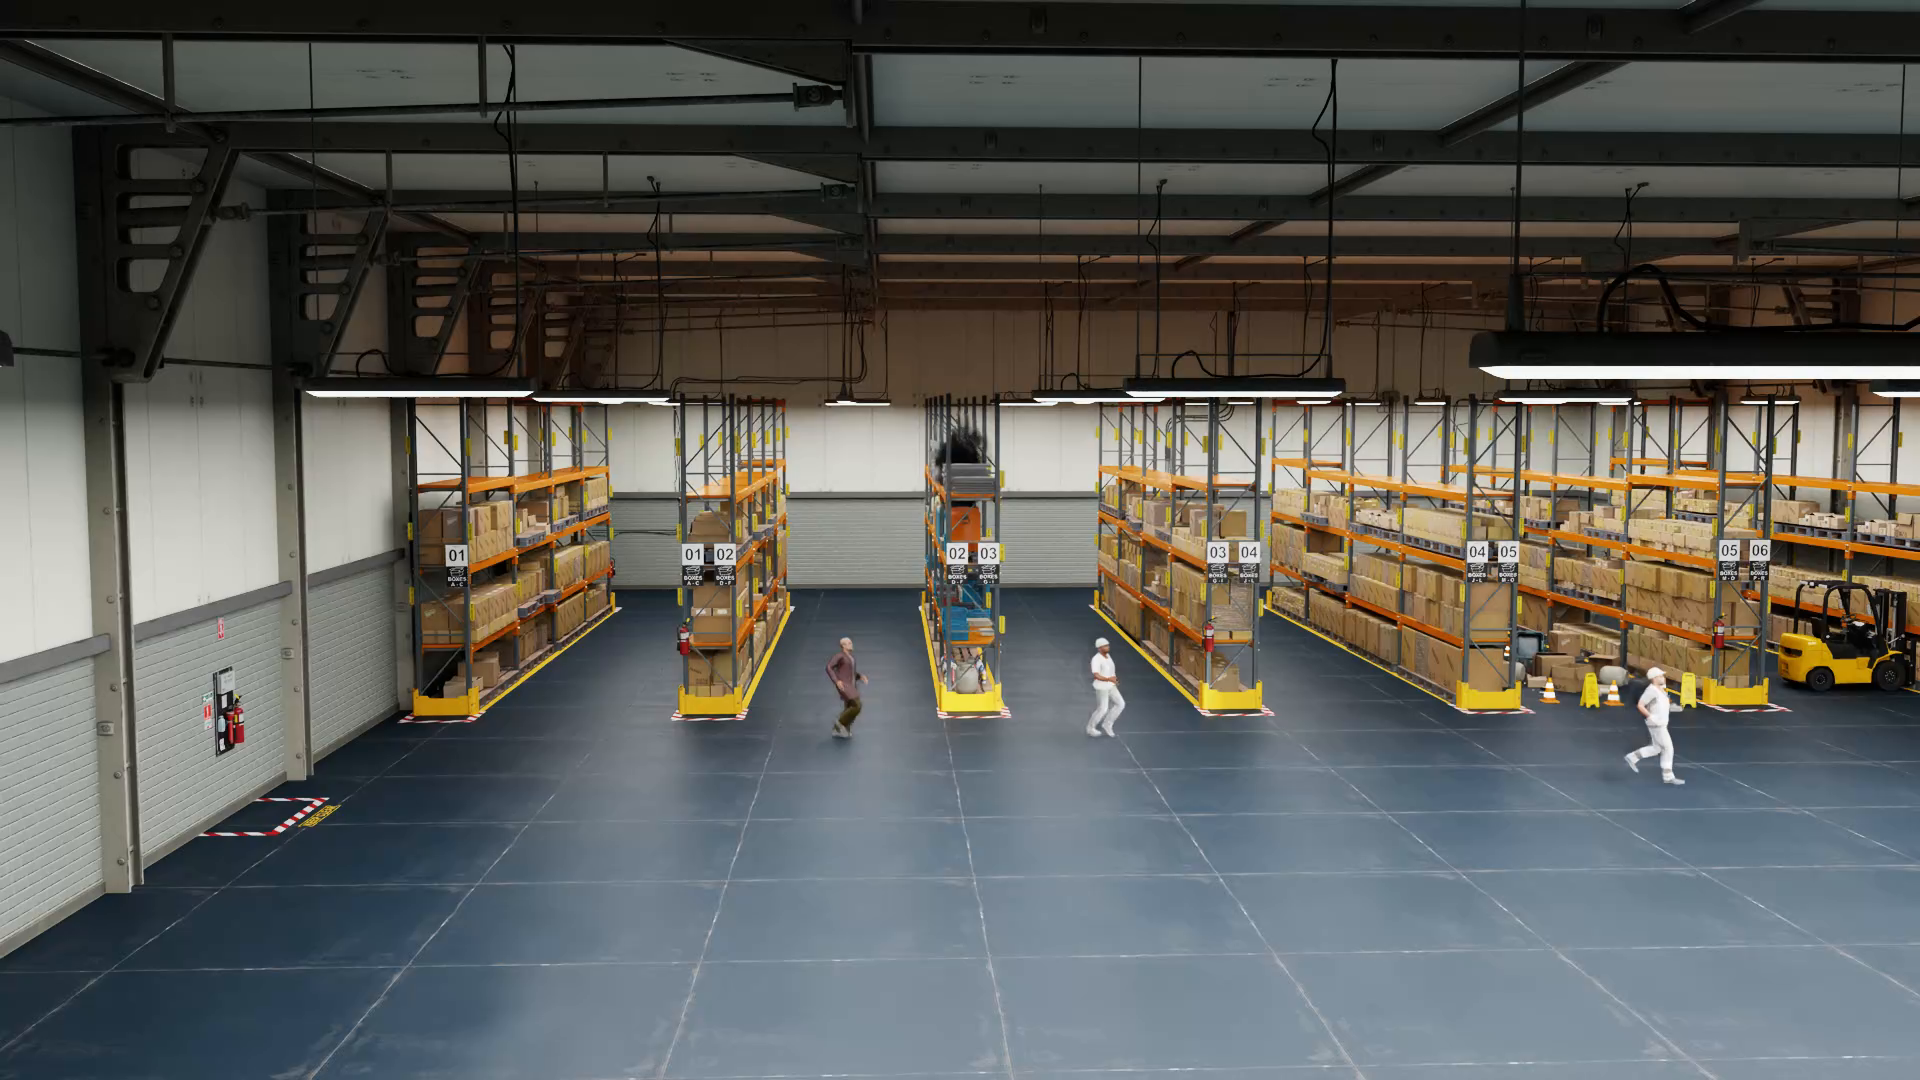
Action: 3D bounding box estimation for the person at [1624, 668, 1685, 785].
[{"bbox_3d":[10.629,2.830,25.425,0.914,1.765,0.670,3,5,34],"label":"person"}]

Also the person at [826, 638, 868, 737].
[{"bbox_3d":[-1.945,2.570,28.894,0.646,1.736,0.720,2,5,20],"label":"person"}]

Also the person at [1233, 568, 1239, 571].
[{"bbox_3d":[7.987,1.114,48.567,0.777,1.604,0.638,4,6,41],"label":"person"}]

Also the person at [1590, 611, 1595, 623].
[{"bbox_3d":[16.667,1.408,43.973,0.672,1.712,0.649,-1,5,-12],"label":"person"}]

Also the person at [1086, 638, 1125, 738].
[{"bbox_3d":[2.534,2.574,28.968,0.690,1.759,0.710,3,5,32],"label":"person"}]
